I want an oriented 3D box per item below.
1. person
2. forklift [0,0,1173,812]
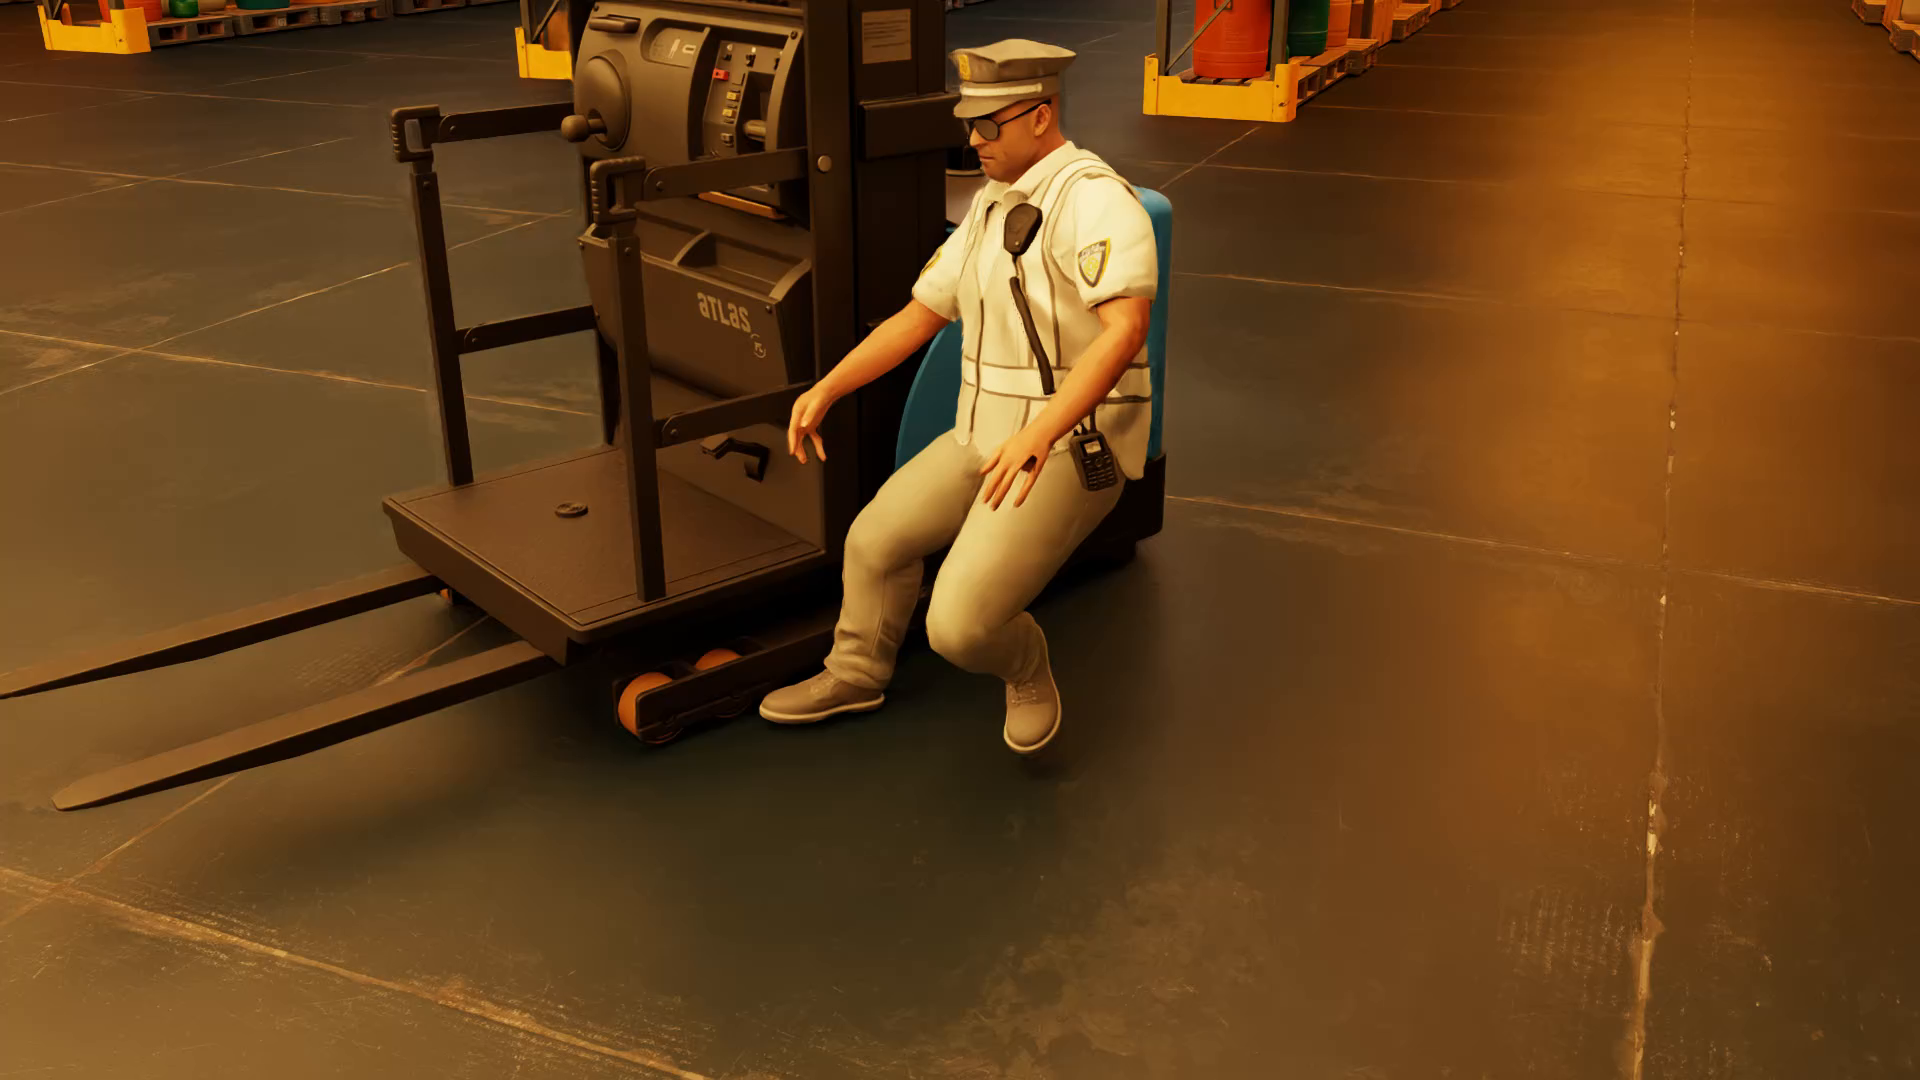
[{"bbox_3d":[-4.438,-11.216,20.258,11.368,9.000,39.662,-12,25,-26],"label":"person"},{"bbox_3d":[-0.835,-1.097,3.918,3.031,2.935,1.130,-18,29,-37],"label":"forklift"}]
